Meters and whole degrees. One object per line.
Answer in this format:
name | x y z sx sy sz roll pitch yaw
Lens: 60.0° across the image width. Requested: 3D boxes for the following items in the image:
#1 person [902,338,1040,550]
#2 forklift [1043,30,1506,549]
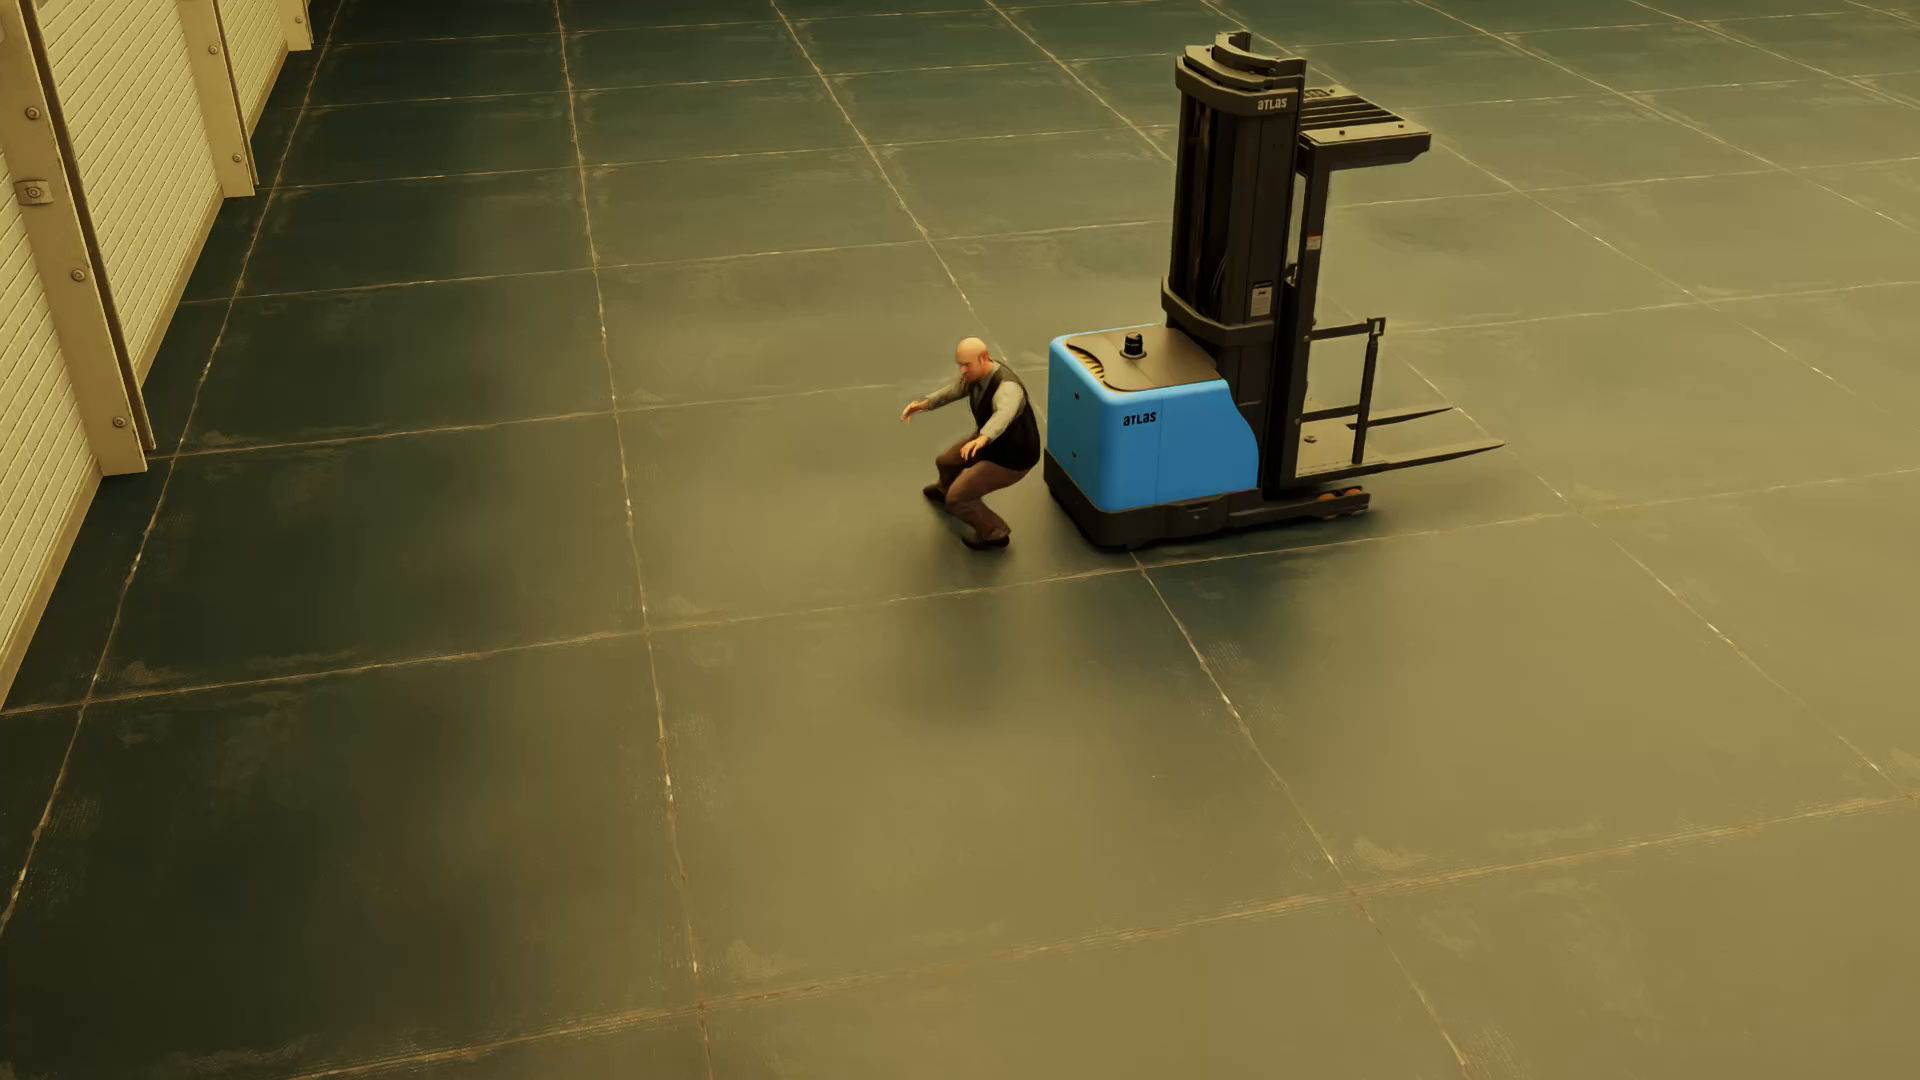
person | 0.066 -0.570 10.041 0.785 1.457 1.528 -11 32 -18
forklift | 2.130 -1.642 10.411 3.031 2.935 1.130 -10 31 -16
